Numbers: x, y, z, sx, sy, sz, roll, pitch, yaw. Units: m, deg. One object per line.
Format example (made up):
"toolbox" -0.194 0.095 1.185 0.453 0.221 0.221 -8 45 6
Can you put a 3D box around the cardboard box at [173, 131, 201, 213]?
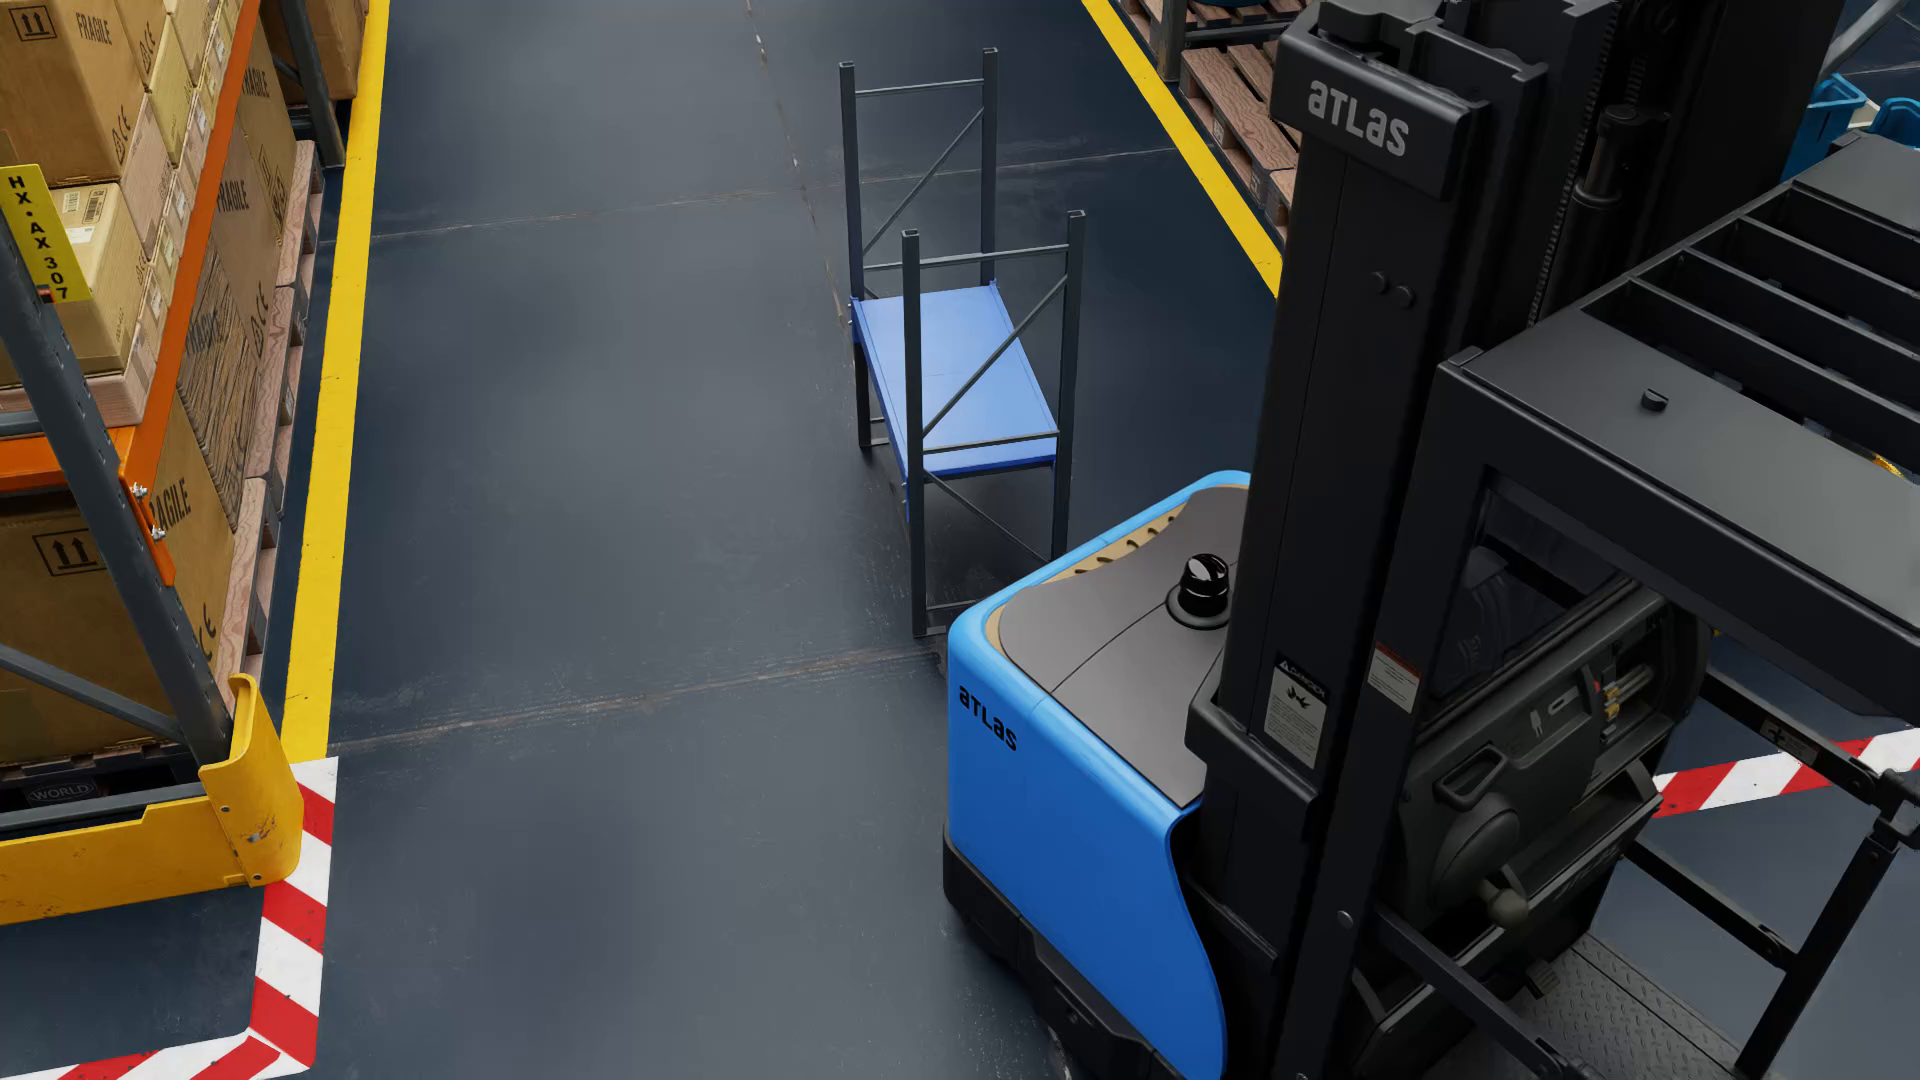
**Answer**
"cardboard box" -2.455 -1.060 4.873 0.380 0.149 0.250 -9 42 -10

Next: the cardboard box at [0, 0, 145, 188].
"cardboard box" -2.425 -1.220 4.189 0.500 0.500 0.500 -9 42 -10

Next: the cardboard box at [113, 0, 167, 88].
"cardboard box" -2.543 -1.555 4.566 0.500 0.500 0.500 -9 42 -10

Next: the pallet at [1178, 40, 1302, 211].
"pallet" 1.692 -1.999 7.843 1.003 0.211 1.213 -8 42 -9

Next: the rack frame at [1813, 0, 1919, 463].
"rack frame" 2.359 -0.920 4.527 1.000 3.000 0.127 -8 42 -9

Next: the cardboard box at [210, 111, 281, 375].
"cardboard box" -3.082 -1.143 6.062 0.875 0.875 0.875 -8 42 -9

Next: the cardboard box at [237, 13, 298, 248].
"cardboard box" -3.276 -1.726 6.719 0.875 0.875 0.875 -8 42 -9

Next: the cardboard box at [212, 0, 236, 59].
"cardboard box" -2.677 -1.726 5.624 0.380 0.149 0.250 -9 42 -10

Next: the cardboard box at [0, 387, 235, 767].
"cardboard box" -2.693 0.024 4.748 0.875 0.875 0.875 -8 42 -9

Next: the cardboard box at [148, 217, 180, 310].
"cardboard box" -2.344 -0.726 4.497 0.380 0.149 0.250 -9 42 -10

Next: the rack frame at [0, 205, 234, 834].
"rack frame" -2.477 -0.210 3.727 1.000 3.000 0.127 -8 42 -9

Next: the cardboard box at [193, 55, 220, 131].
"cardboard box" -2.565 -1.391 5.246 0.380 0.149 0.250 -9 42 -10

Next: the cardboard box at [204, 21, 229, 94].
"cardboard box" -2.623 -1.560 5.438 0.380 0.149 0.250 -8 42 -9

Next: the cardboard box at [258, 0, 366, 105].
"cardboard box" -3.498 -2.578 7.678 1.225 0.875 0.875 -8 42 -9

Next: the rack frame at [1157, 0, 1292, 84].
"rack frame" 1.496 -3.513 7.448 1.000 3.000 0.127 -8 42 -9

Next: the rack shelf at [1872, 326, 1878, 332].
"rack shelf" 1.927 -1.947 6.226 1.077 0.370 4.000 -8 42 -9

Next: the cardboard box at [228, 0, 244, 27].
"cardboard box" -2.732 -1.892 5.811 0.380 0.149 0.250 -8 42 -8

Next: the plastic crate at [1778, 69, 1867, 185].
"plastic crate" 2.104 -1.146 4.710 0.616 0.435 0.499 -8 42 -9

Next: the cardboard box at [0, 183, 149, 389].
"cardboard box" -2.317 -0.615 4.073 0.500 0.250 0.500 -9 42 -10

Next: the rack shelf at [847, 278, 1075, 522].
"rack shelf" -0.018 -0.482 5.434 0.538 0.185 1.000 -8 42 -9

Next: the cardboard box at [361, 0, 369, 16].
"cardboard box" -3.692 -3.157 8.331 1.225 0.875 0.875 -10 43 -11

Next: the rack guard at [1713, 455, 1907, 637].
"rack guard" 2.377 0.028 5.341 1.175 0.500 0.348 -8 42 -9

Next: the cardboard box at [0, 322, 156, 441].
"cardboard box" -2.232 -0.394 4.123 0.380 0.149 0.250 -8 42 -9

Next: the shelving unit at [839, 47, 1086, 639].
"shelving unit" -0.018 -0.616 5.314 0.538 1.500 1.048 -8 42 -9

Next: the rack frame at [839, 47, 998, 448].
"rack frame" -0.128 -0.946 5.686 0.500 1.500 0.032 -8 42 -9

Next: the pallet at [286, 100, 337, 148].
"pallet" -3.581 -2.250 8.125 1.003 0.211 1.213 -8 42 -9

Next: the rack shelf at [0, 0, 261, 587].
"rack shelf" -2.909 -1.238 5.427 1.077 0.370 4.000 -8 42 -9

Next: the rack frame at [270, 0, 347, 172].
"rack frame" -3.341 -2.803 6.648 1.000 3.000 0.127 -8 42 -9

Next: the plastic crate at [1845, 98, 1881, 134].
"plastic crate" 2.639 -1.271 5.076 0.250 0.136 0.298 -8 42 -9

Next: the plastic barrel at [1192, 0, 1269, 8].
"plastic barrel" 1.395 -3.240 8.405 0.600 0.901 0.708 -8 42 -9

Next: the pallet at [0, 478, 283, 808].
"pallet" -2.726 0.325 5.224 1.003 0.211 1.213 -8 42 -9

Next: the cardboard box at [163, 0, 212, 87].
"cardboard box" -2.658 -1.615 5.199 0.500 0.250 0.500 -9 42 -10

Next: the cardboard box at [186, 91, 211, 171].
"cardboard box" -2.511 -1.227 5.062 0.380 0.149 0.250 -9 42 -10

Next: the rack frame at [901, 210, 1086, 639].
"rack frame" 0.091 -0.287 4.943 0.500 1.500 0.032 -8 42 -9

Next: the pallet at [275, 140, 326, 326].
"pallet" -3.253 -1.256 7.006 1.003 0.211 1.213 -8 42 -9

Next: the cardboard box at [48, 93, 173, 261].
"cardboard box" -2.436 -0.951 4.451 0.500 0.250 0.500 -9 42 -10

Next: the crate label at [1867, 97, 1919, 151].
"crate label" 2.627 -1.087 4.796 0.416 0.233 0.303 -8 42 -9

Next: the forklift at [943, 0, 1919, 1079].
"forklift" 1.266 0.463 3.021 1.130 2.935 3.031 -28 49 -28

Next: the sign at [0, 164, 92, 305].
"sign" -1.934 -0.639 3.499 0.100 0.325 0.005 -8 42 -9

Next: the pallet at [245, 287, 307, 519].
"pallet" -2.986 -0.464 6.114 1.003 0.211 1.213 -8 42 -9

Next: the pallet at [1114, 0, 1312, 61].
"pallet" 1.370 -2.976 8.944 1.003 0.211 1.213 -8 42 -9

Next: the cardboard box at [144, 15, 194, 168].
"cardboard box" -2.541 -1.278 4.819 0.500 0.250 0.500 -10 43 -11

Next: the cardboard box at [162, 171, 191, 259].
"cardboard box" -2.401 -0.895 4.688 0.380 0.149 0.250 -9 42 -10

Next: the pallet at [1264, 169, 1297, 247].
"pallet" 1.959 -1.207 6.950 1.003 0.211 1.213 -8 42 -9

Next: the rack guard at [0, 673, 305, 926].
"rack guard" -2.472 0.740 4.540 1.175 0.500 0.348 -8 42 -9

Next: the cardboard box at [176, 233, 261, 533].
"cardboard box" -2.890 -0.566 5.412 0.875 0.875 0.875 -8 42 -9

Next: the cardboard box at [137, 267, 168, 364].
"cardboard box" -2.288 -0.560 4.310 0.380 0.149 0.250 -9 42 -10

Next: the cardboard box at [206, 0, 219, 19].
"cardboard box" -2.765 -1.944 5.569 0.500 0.250 0.500 -8 42 -8
